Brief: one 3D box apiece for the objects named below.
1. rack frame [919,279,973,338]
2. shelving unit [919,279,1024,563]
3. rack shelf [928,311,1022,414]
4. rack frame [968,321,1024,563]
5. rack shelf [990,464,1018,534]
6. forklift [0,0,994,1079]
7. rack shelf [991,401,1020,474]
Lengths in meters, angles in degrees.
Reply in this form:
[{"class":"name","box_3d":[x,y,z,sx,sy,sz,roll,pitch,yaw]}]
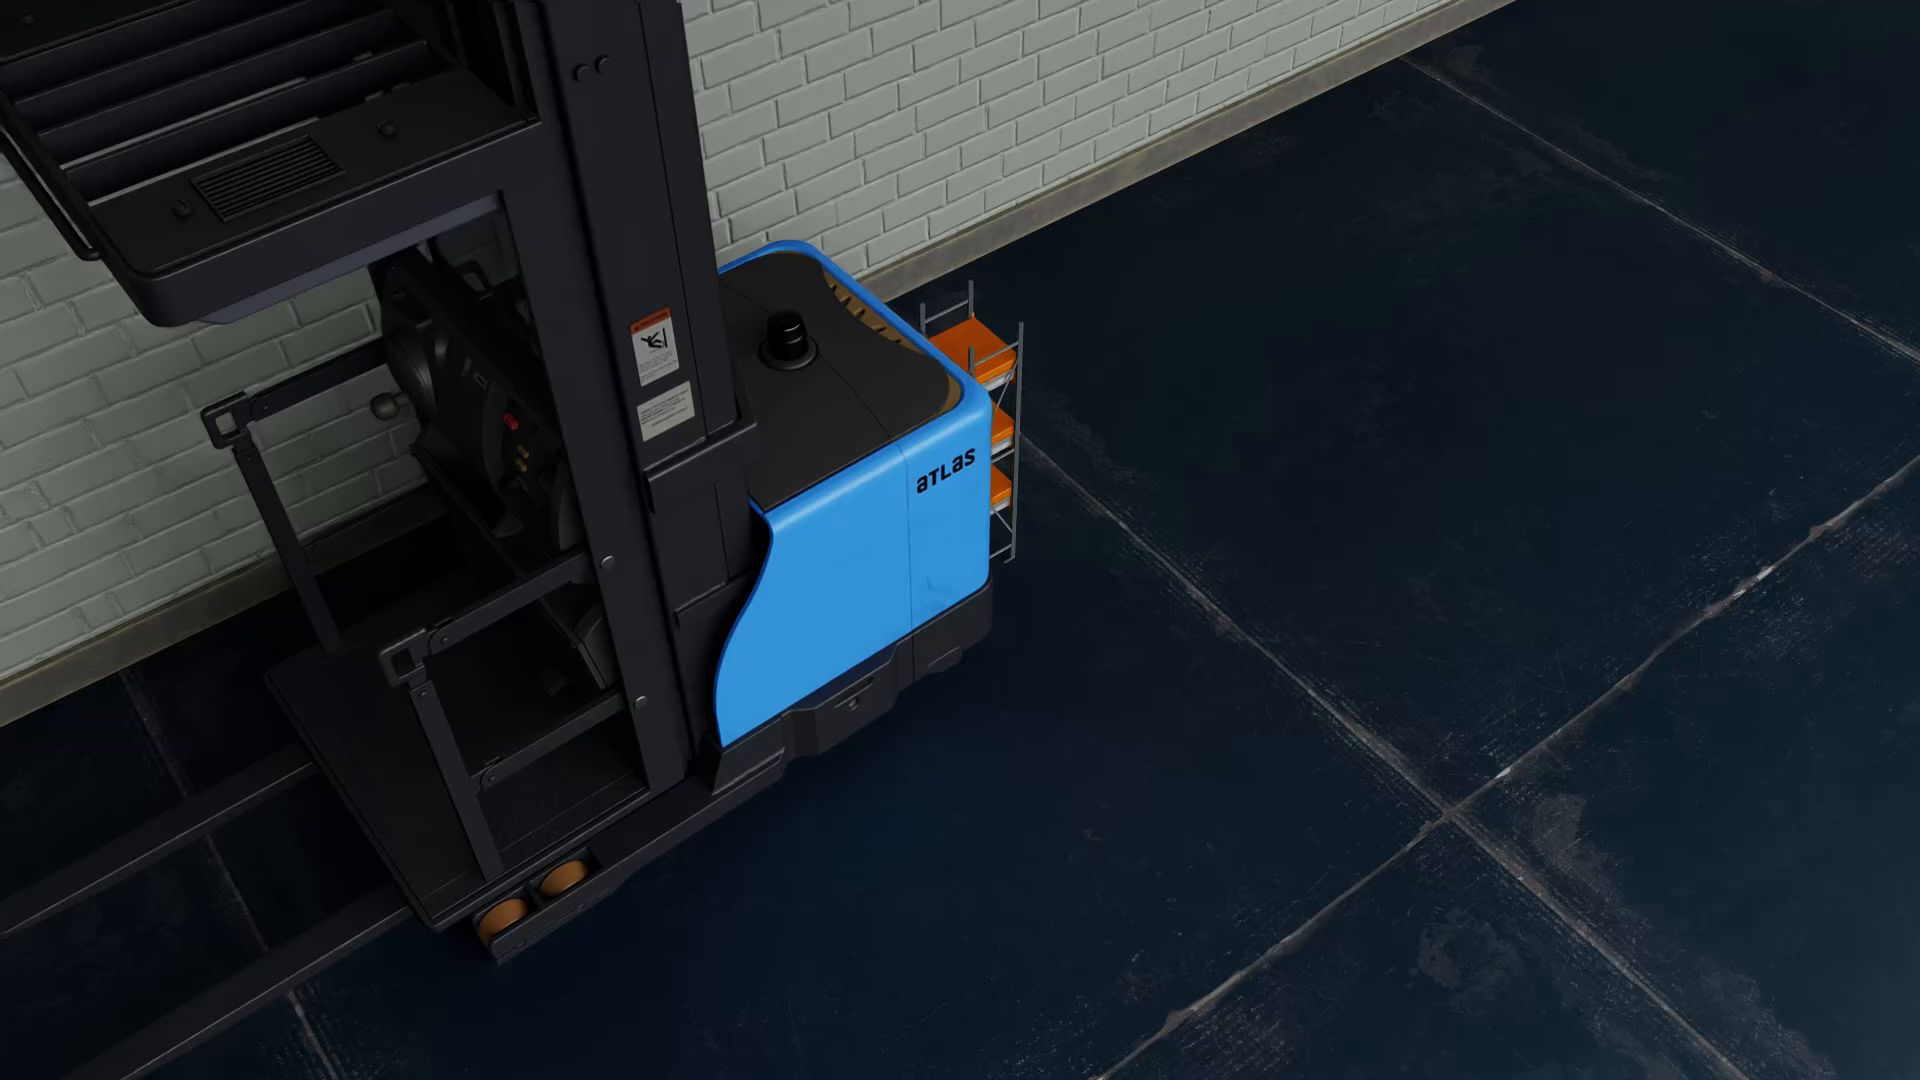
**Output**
[{"class":"rack frame","box_3d":[-0.041,-0.393,5.398,0.200,1.050,0.008,-29,54,-24]},{"class":"shelving unit","box_3d":[0.032,-0.321,5.332,0.215,1.050,0.252,-29,54,-24]},{"class":"rack shelf","box_3d":[0.032,-0.505,5.130,0.215,0.259,0.240,-29,54,-24]},{"class":"rack frame","box_3d":[0.106,-0.249,5.267,0.200,1.050,0.008,-29,54,-24]},{"class":"rack shelf","box_3d":[0.032,-0.127,5.546,0.215,0.259,0.240,-29,54,-24]},{"class":"forklift","box_3d":[-1.358,-0.260,4.007,3.031,2.935,1.130,-31,55,-25]},{"class":"rack shelf","box_3d":[0.032,-0.314,5.340,0.215,0.259,0.240,-29,54,-24]}]
